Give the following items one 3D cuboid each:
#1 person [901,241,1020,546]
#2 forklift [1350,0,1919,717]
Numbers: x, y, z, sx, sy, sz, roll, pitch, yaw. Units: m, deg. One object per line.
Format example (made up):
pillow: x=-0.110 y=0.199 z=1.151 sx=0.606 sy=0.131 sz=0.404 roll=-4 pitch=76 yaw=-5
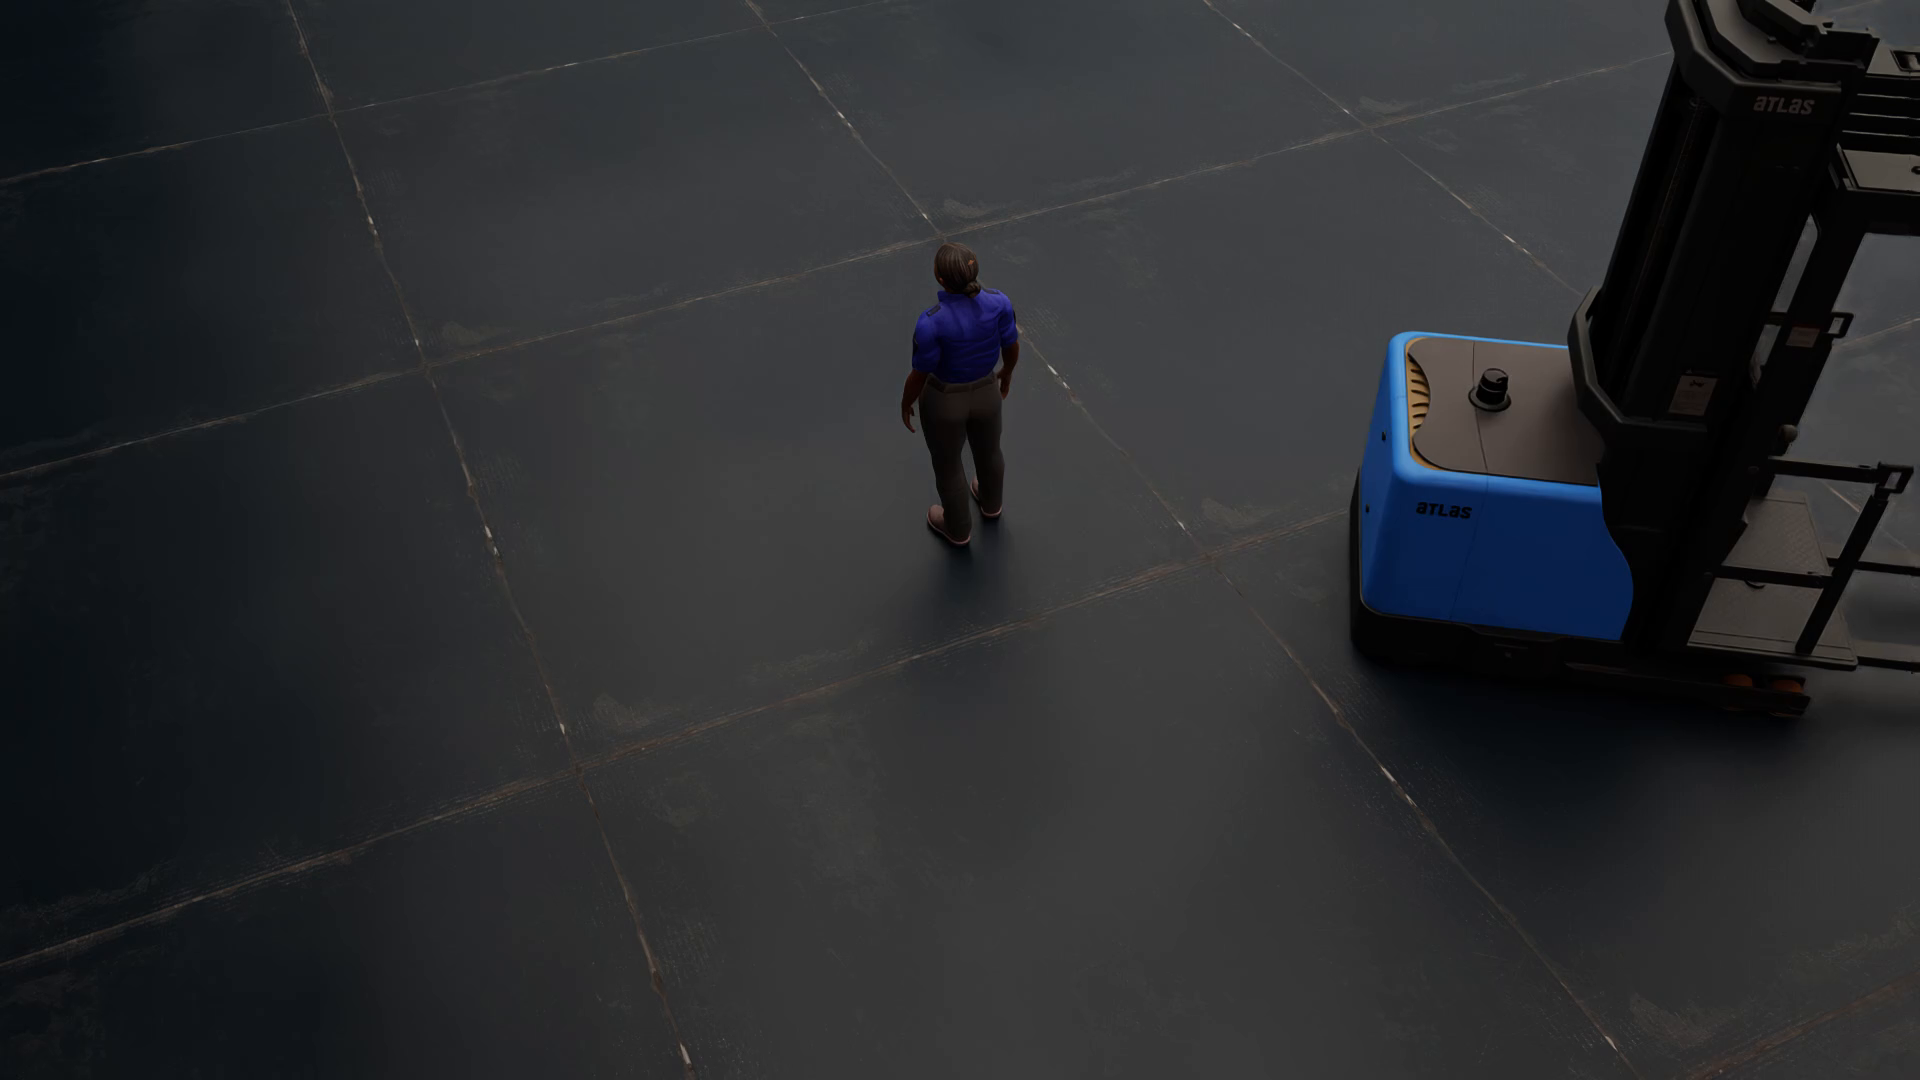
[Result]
person: x=-0.019 y=-0.670 z=7.323 sx=0.570 sy=1.654 sz=0.504 roll=-18 pitch=46 yaw=-18
forklift: x=3.275 y=-0.716 z=6.448 sx=3.031 sy=2.935 sz=1.130 roll=7 pitch=43 yaw=7
